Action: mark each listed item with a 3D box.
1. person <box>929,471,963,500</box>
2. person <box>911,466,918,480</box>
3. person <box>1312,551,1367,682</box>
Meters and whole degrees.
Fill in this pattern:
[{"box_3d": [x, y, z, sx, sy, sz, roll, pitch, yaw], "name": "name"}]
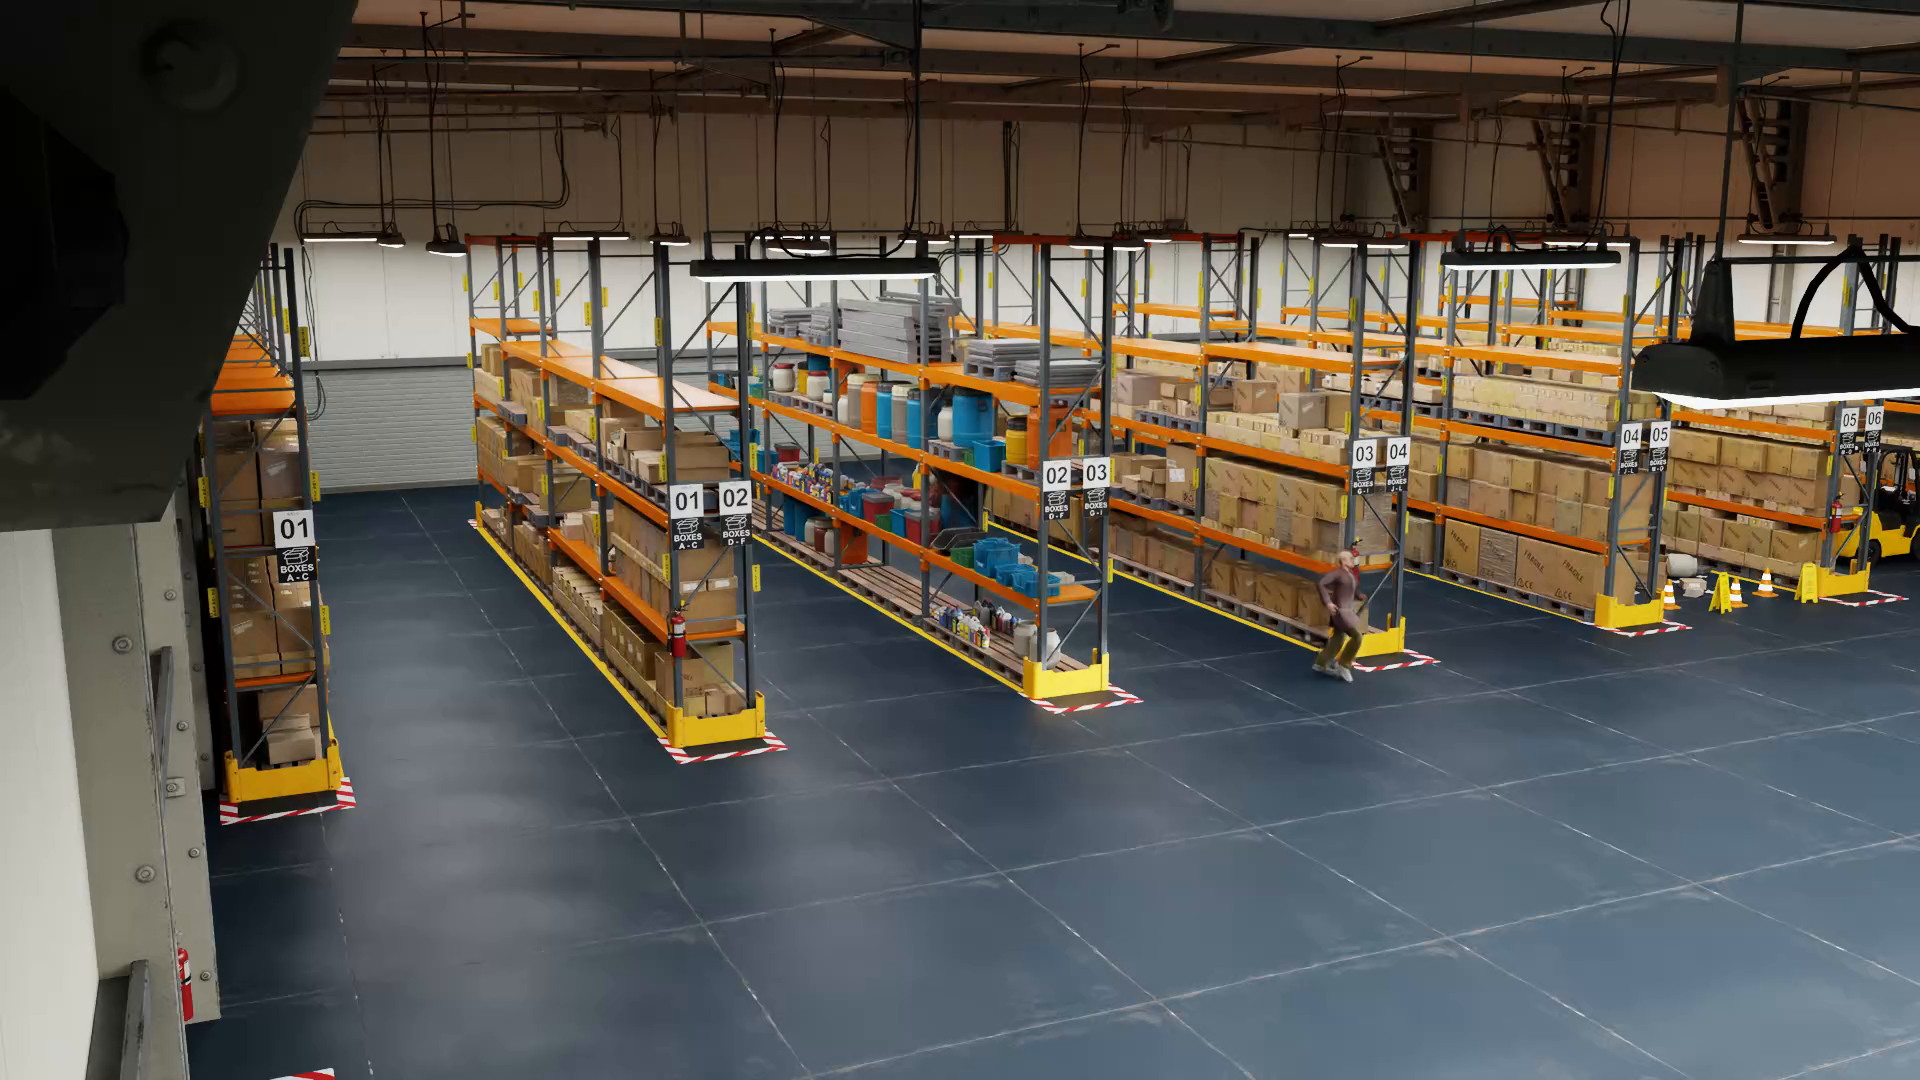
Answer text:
[{"box_3d": [-0.213, -0.687, 31.967, 0.658, 1.835, 0.751, -7, 13, -32], "name": "person"}, {"box_3d": [-0.782, -2.204, 39.988, 0.801, 1.823, 0.684, -1, 11, -6], "name": "person"}, {"box_3d": [5.308, 1.049, 23.168, 0.712, 1.802, 0.708, 5, 12, 25], "name": "person"}]
